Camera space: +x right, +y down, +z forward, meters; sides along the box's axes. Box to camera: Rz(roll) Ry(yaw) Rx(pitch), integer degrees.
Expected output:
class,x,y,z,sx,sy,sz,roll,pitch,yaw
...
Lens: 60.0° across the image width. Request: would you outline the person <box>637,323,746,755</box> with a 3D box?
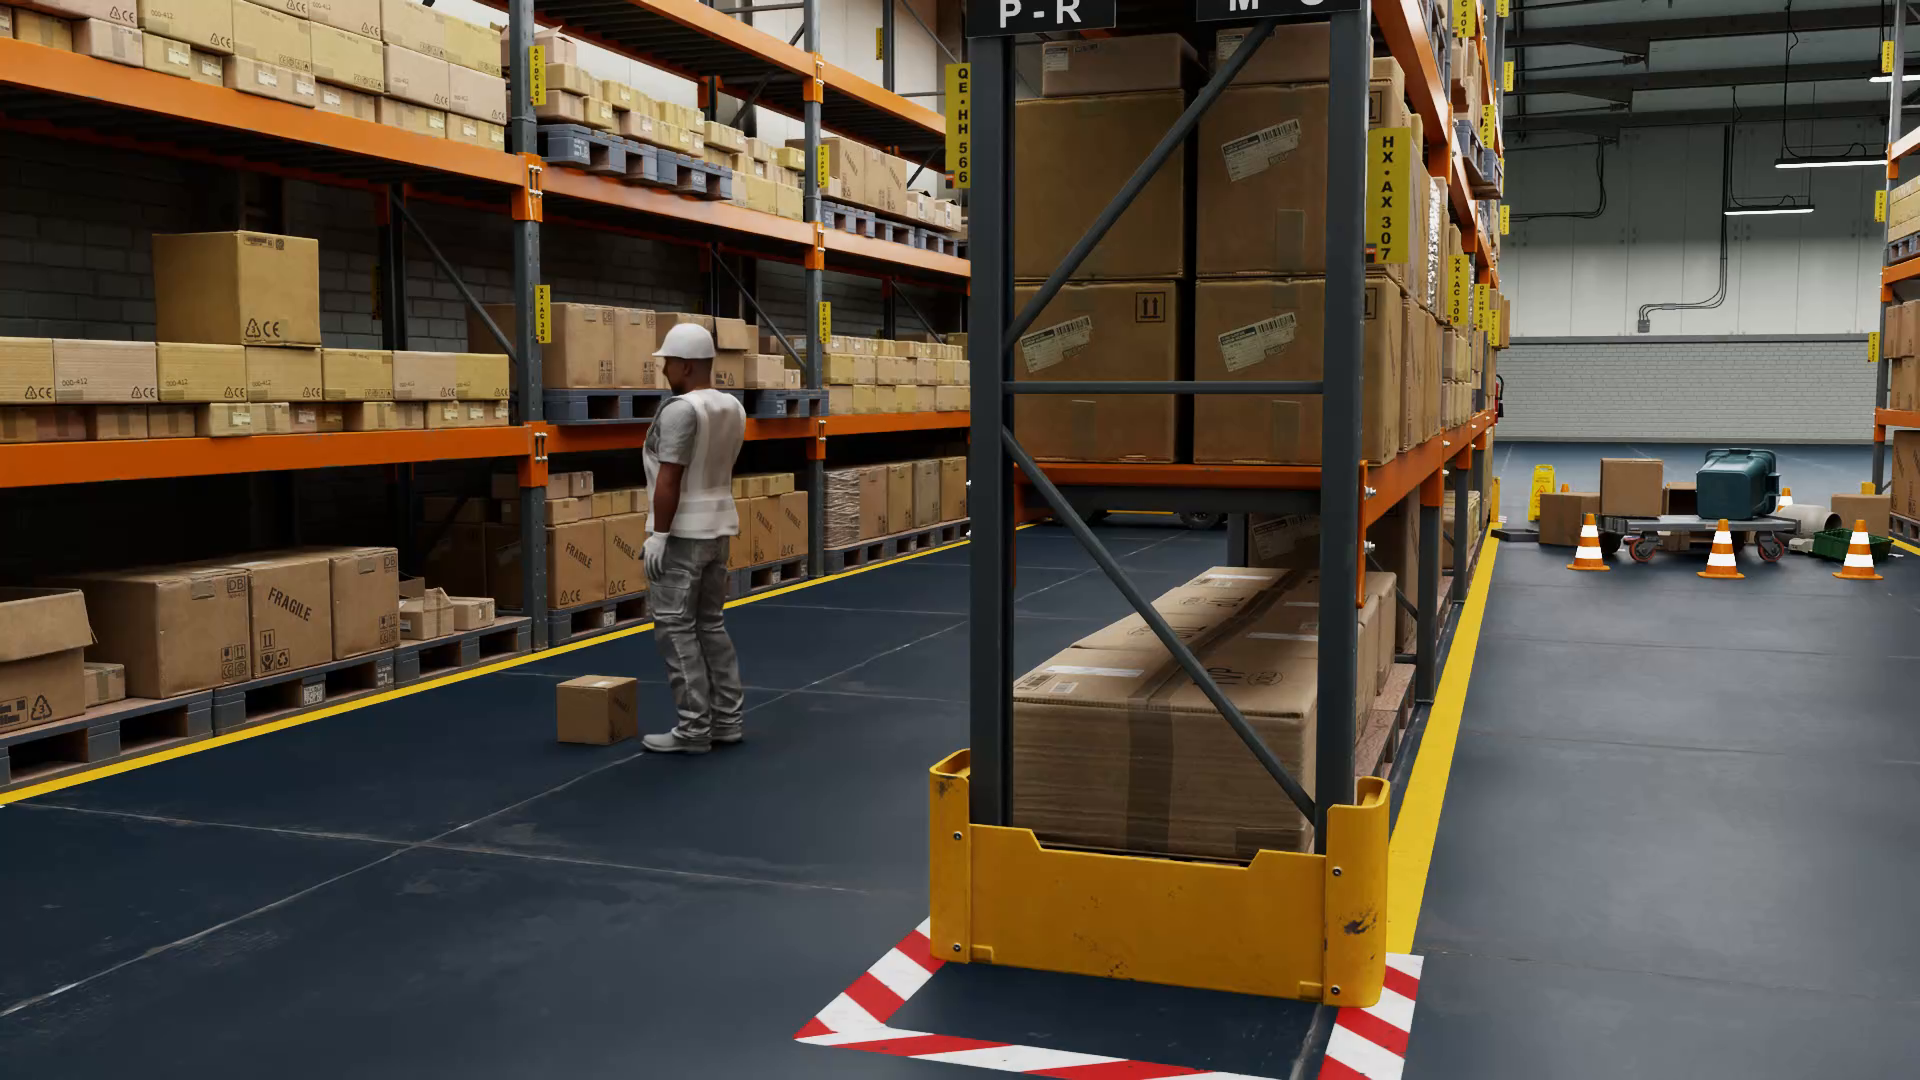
class,x,y,z,sx,sy,sz,roll,pitch,yaw
person,-1.126,-0.003,6.957,0.360,1.790,0.547,2,5,20
